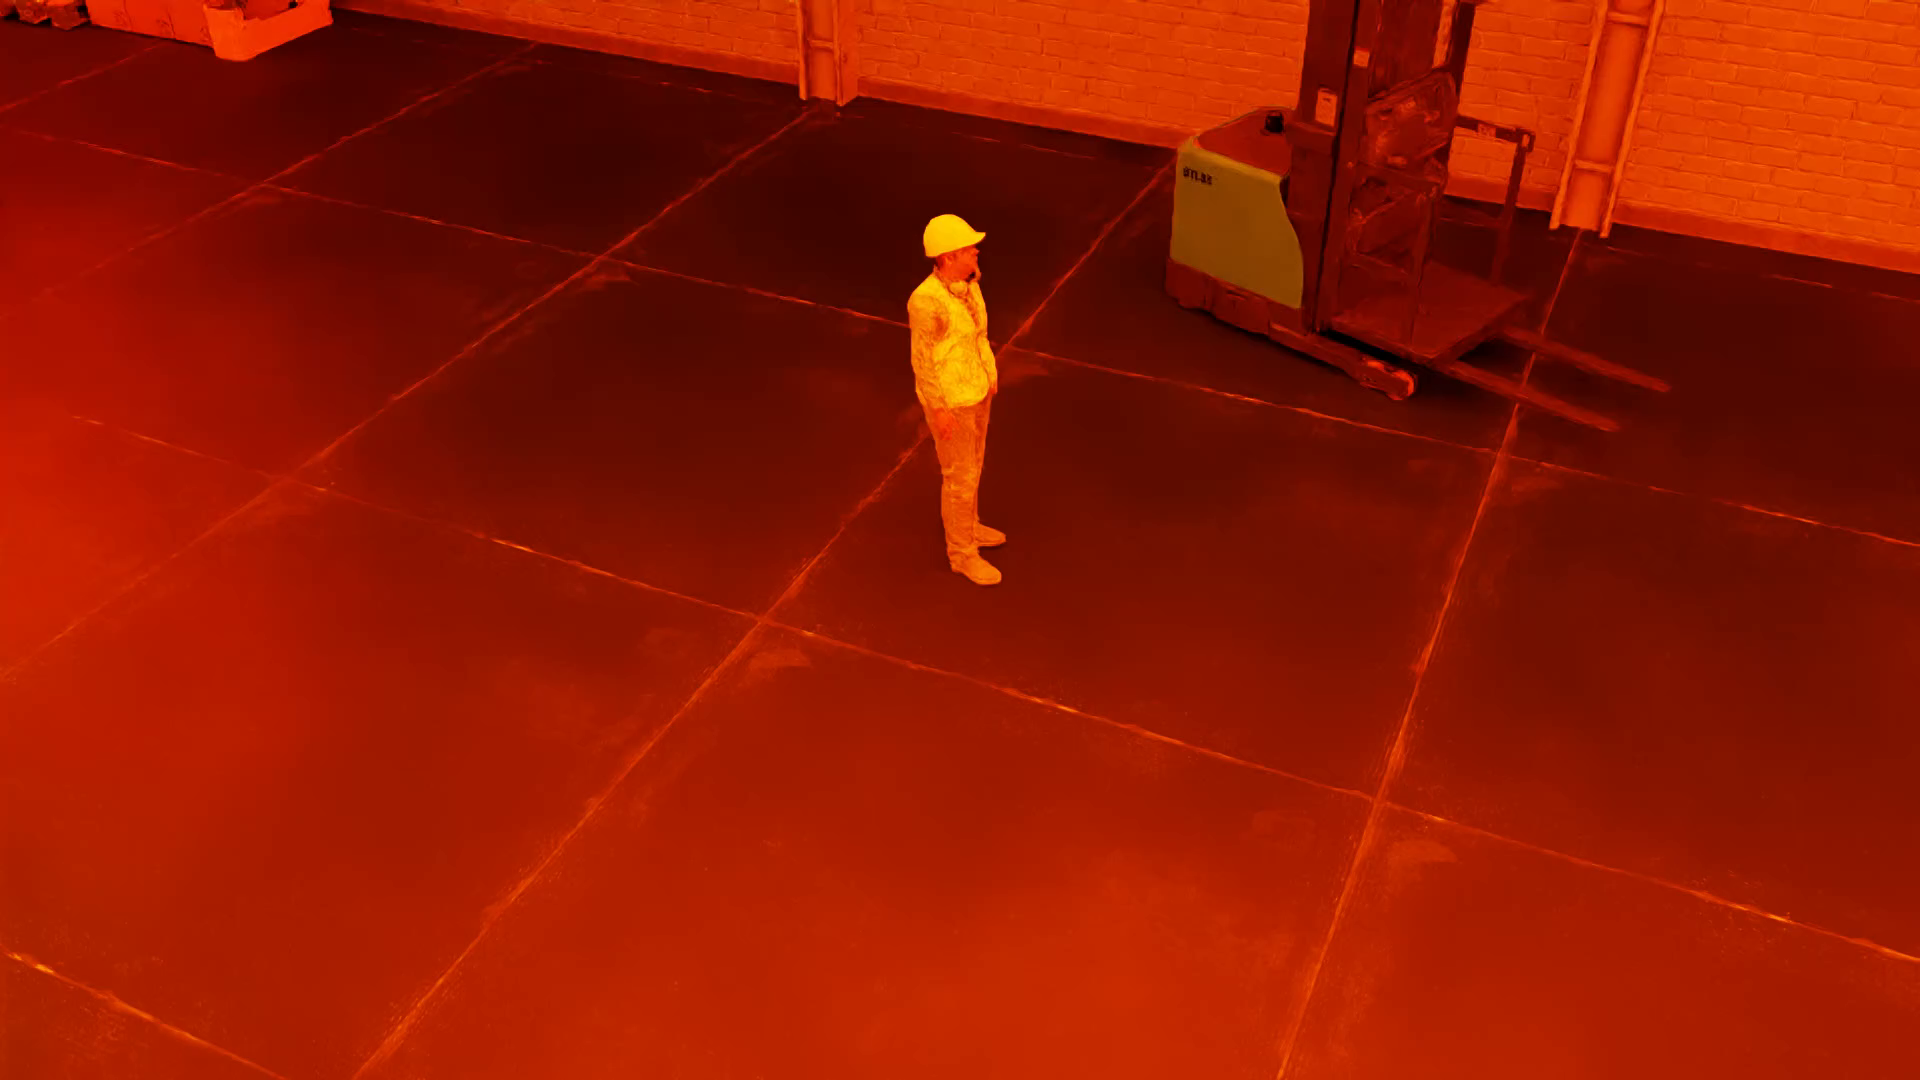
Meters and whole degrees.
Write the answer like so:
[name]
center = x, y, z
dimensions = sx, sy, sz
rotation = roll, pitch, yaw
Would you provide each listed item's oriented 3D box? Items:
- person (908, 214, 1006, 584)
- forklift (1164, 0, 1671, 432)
[person]
center = 0.053, -0.709, 8.064
dimensions = 0.567, 1.773, 0.632
rotation = 15, 38, 20
[forklift]
center = 2.725, -2.355, 9.388
dimensions = 3.031, 2.935, 1.130
rotation = 30, 45, 35
